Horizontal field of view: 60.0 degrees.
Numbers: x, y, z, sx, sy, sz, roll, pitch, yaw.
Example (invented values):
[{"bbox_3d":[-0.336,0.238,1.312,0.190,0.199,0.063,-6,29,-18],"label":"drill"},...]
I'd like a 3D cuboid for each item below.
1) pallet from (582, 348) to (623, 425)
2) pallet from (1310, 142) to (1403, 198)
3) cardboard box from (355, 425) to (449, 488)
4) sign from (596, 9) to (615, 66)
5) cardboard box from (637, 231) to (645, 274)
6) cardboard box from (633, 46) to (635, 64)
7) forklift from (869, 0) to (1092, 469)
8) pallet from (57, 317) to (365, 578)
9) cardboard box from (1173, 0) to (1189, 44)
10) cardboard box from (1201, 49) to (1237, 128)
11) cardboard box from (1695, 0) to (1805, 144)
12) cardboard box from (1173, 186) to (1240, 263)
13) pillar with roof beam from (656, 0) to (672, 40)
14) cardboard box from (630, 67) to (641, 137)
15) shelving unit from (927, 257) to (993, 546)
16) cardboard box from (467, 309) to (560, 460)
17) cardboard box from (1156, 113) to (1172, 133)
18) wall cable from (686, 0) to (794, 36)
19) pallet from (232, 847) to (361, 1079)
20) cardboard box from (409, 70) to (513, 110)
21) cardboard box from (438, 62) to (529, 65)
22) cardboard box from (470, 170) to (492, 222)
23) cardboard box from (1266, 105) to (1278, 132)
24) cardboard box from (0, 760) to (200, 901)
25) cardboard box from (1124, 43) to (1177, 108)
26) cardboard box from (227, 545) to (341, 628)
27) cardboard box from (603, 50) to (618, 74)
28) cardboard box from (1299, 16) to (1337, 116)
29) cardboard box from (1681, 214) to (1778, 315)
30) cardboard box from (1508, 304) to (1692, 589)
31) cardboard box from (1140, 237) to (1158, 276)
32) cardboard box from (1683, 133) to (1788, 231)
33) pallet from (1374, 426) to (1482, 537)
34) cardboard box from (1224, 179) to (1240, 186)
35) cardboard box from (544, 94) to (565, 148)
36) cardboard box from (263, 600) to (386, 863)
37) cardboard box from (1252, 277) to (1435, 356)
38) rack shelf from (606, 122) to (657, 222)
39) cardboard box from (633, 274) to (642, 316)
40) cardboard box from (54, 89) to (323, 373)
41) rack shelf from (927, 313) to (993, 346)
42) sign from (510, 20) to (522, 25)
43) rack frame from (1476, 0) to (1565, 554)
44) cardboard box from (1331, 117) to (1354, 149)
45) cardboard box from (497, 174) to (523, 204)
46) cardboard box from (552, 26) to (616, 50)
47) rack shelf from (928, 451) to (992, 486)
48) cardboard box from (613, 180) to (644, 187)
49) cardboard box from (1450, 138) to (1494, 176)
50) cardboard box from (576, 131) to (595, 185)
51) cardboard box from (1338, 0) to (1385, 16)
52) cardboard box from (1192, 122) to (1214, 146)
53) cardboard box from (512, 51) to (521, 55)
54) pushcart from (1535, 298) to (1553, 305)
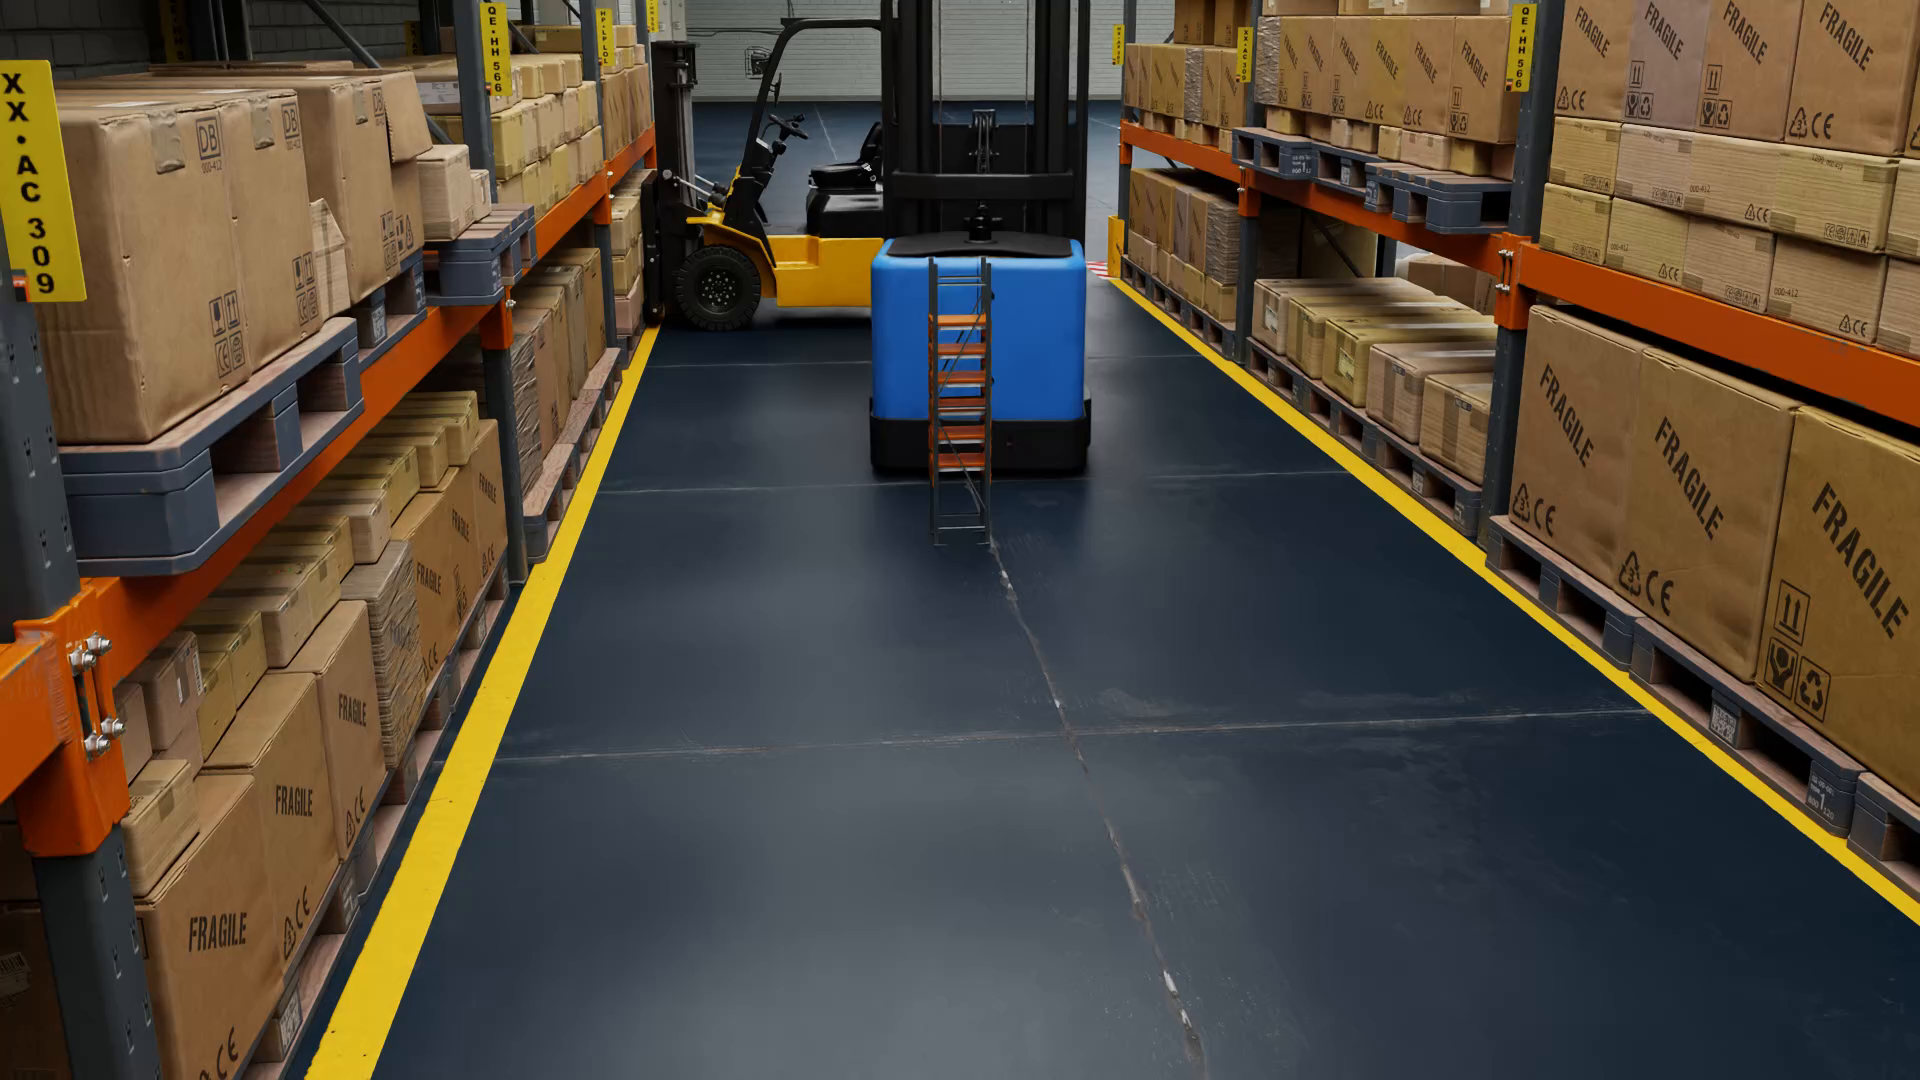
[{"bbox_3d":[-2.527,-0.893,9.668,1.003,0.211,1.213,-2,18,-6],"label":"pallet"},{"bbox_3d":[2.463,-1.901,8.545,1.003,0.211,1.213,-2,18,-6],"label":"pallet"},{"bbox_3d":[-1.884,-0.267,5.410,0.380,0.149,0.250,-2,18,-7],"label":"cardboard box"},{"bbox_3d":[-2.103,-2.976,9.847,0.100,0.325,0.005,-2,18,-6],"label":"sign"},{"bbox_3d":[-2.479,-2.022,11.665,0.500,0.250,0.500,-2,18,-6],"label":"cardboard box"},{"bbox_3d":[-2.718,-3.741,12.836,0.380,0.149,0.250,-1,17,-5],"label":"cardboard box"},{"bbox_3d":[0.141,-2.129,9.066,1.130,2.935,3.031,1,17,2],"label":"forklift"},{"bbox_3d":[-1.791,-0.208,3.151,1.003,0.211,1.213,-2,18,-6],"label":"pallet"},{"bbox_3d":[2.152,-4.309,13.561,0.700,0.500,0.500,-2,18,-7],"label":"cardboard box"},{"bbox_3d":[1.942,-3.063,11.263,0.500,0.500,0.500,-1,17,-4],"label":"cardboard box"},{"bbox_3d":[2.614,-1.472,5.022,0.500,0.500,0.500,-1,17,-4],"label":"cardboard box"},{"bbox_3d":[1.859,-2.313,12.176,0.500,0.500,0.500,-1,17,-3],"label":"cardboard box"},{"bbox_3d":[-2.072,-13.543,35.293,9.100,9.000,0.400,-2,18,-6],"label":"pillar with roof beam"},{"bbox_3d":[-2.645,-3.235,12.306,0.500,0.500,0.500,-2,18,-7],"label":"cardboard box"},{"bbox_3d":[-0.001,-0.577,7.011,0.258,1.200,0.189,-2,18,-6],"label":"shelving unit"},{"bbox_3d":[-2.355,-0.698,7.655,0.875,0.625,0.625,-1,17,-4],"label":"cardboard box"},{"bbox_3d":[1.739,-3.251,12.943,0.380,0.149,0.250,-1,17,-4],"label":"cardboard box"},{"bbox_3d":[-5.962,-14.635,43.954,3.097,2.526,0.112,-2,18,-6],"label":"wall cable"},{"bbox_3d":[-1.938,1.031,3.539,1.003,0.211,1.213,-2,18,-6],"label":"pallet"},{"bbox_3d":[-1.998,-1.790,6.622,0.380,0.149,0.250,-1,17,-4],"label":"cardboard box"},{"bbox_3d":[-2.236,-2.170,7.830,0.380,0.149,0.250,-2,18,-6],"label":"cardboard box"},{"bbox_3d":[-1.780,-1.146,5.539,0.380,0.149,0.250,-1,17,-5],"label":"cardboard box"},{"bbox_3d":[2.038,-2.502,9.857,0.380,0.149,0.250,-2,17,-5],"label":"cardboard box"},{"bbox_3d":[-1.589,0.510,2.934,0.380,0.149,0.250,-1,17,-3],"label":"cardboard box"},{"bbox_3d":[1.655,-3.827,13.697,0.500,0.500,0.500,-2,18,-6],"label":"cardboard box"},{"bbox_3d":[-1.786,0.123,4.167,0.380,0.149,0.250,-1,17,-4],"label":"cardboard box"},{"bbox_3d":[-2.448,-3.131,10.893,0.380,0.149,0.250,-1,17,-4],"label":"cardboard box"},{"bbox_3d":[2.148,-2.540,8.896,0.500,0.500,0.500,-2,18,-6],"label":"cardboard box"},{"bbox_3d":[2.627,-0.870,5.191,0.500,0.250,0.500,-1,17,-4],"label":"cardboard box"},{"bbox_3d":[2.696,-0.382,6.233,0.875,0.875,0.875,-2,18,-6],"label":"cardboard box"},{"bbox_3d":[1.736,-2.275,13.305,0.500,0.250,0.500,-1,17,-4],"label":"cardboard box"},{"bbox_3d":[2.606,-1.110,5.119,0.500,0.250,0.500,-2,18,-6],"label":"cardboard box"},{"bbox_3d":[2.628,-0.306,7.801,1.003,0.211,1.213,-2,18,-6],"label":"pallet"},{"bbox_3d":[2.327,-2.497,12.761,0.500,0.500,0.500,-2,18,-7],"label":"cardboard box"},{"bbox_3d":[-2.196,-2.013,7.998,0.500,0.250,0.500,-2,17,-5],"label":"cardboard box"},{"bbox_3d":[-1.755,0.476,4.125,0.500,0.500,0.500,-2,18,-7],"label":"cardboard box"},{"bbox_3d":[2.352,-1.386,10.271,0.950,0.372,0.625,-2,17,-5],"label":"cardboard box"},{"bbox_3d":[-2.848,-2.694,11.951,1.077,0.370,4.000,-2,18,-6],"label":"rack shelf"},{"bbox_3d":[-2.430,-1.635,11.266,0.500,0.250,0.500,-2,18,-7],"label":"cardboard box"},{"bbox_3d":[-1.698,-0.611,3.248,0.700,0.500,0.500,-2,17,-5],"label":"cardboard box"},{"bbox_3d":[-0.001,-0.878,6.917,0.258,0.103,0.180,-2,18,-6],"label":"rack shelf"},{"bbox_3d":[-3.607,-4.068,13.551,0.100,0.325,0.005,-2,18,-6],"label":"sign"},{"bbox_3d":[2.708,-1.404,6.641,1.000,3.000,0.127,-2,18,-6],"label":"rack frame"},{"bbox_3d":[2.145,-2.113,8.617,0.380,0.149,0.250,-1,17,-4],"label":"cardboard box"},{"bbox_3d":[-2.032,-1.318,6.617,0.500,0.250,0.500,-2,18,-5],"label":"cardboard box"},{"bbox_3d":[-2.456,-3.275,10.855,0.380,0.149,0.250,-1,17,-4],"label":"cardboard box"},{"bbox_3d":[-0.001,-0.305,7.096,0.258,0.103,0.180,-2,18,-6],"label":"rack shelf"},{"bbox_3d":[-2.576,-2.569,12.572,0.500,0.250,0.500,-2,17,-5],"label":"cardboard box"},{"bbox_3d":[2.340,-1.653,7.151,0.380,0.149,0.250,-2,17,-5],"label":"cardboard box"},{"bbox_3d":[-2.272,-2.078,9.039,0.500,0.250,0.500,-2,18,-6],"label":"cardboard box"},{"bbox_3d":[2.206,-2.824,8.716,0.380,0.149,0.250,-1,17,-3],"label":"cardboard box"},{"bbox_3d":[1.851,-2.865,11.714,0.380,0.149,0.250,-2,18,-6],"label":"cardboard box"},{"bbox_3d":[-3.010,-3.039,10.599,0.380,0.149,0.250,-1,17,-4],"label":"cardboard box"},{"bbox_3d":[4.558,-1.430,11.102,1.648,0.377,0.936,-8,19,-25],"label":"pushcart"}]
